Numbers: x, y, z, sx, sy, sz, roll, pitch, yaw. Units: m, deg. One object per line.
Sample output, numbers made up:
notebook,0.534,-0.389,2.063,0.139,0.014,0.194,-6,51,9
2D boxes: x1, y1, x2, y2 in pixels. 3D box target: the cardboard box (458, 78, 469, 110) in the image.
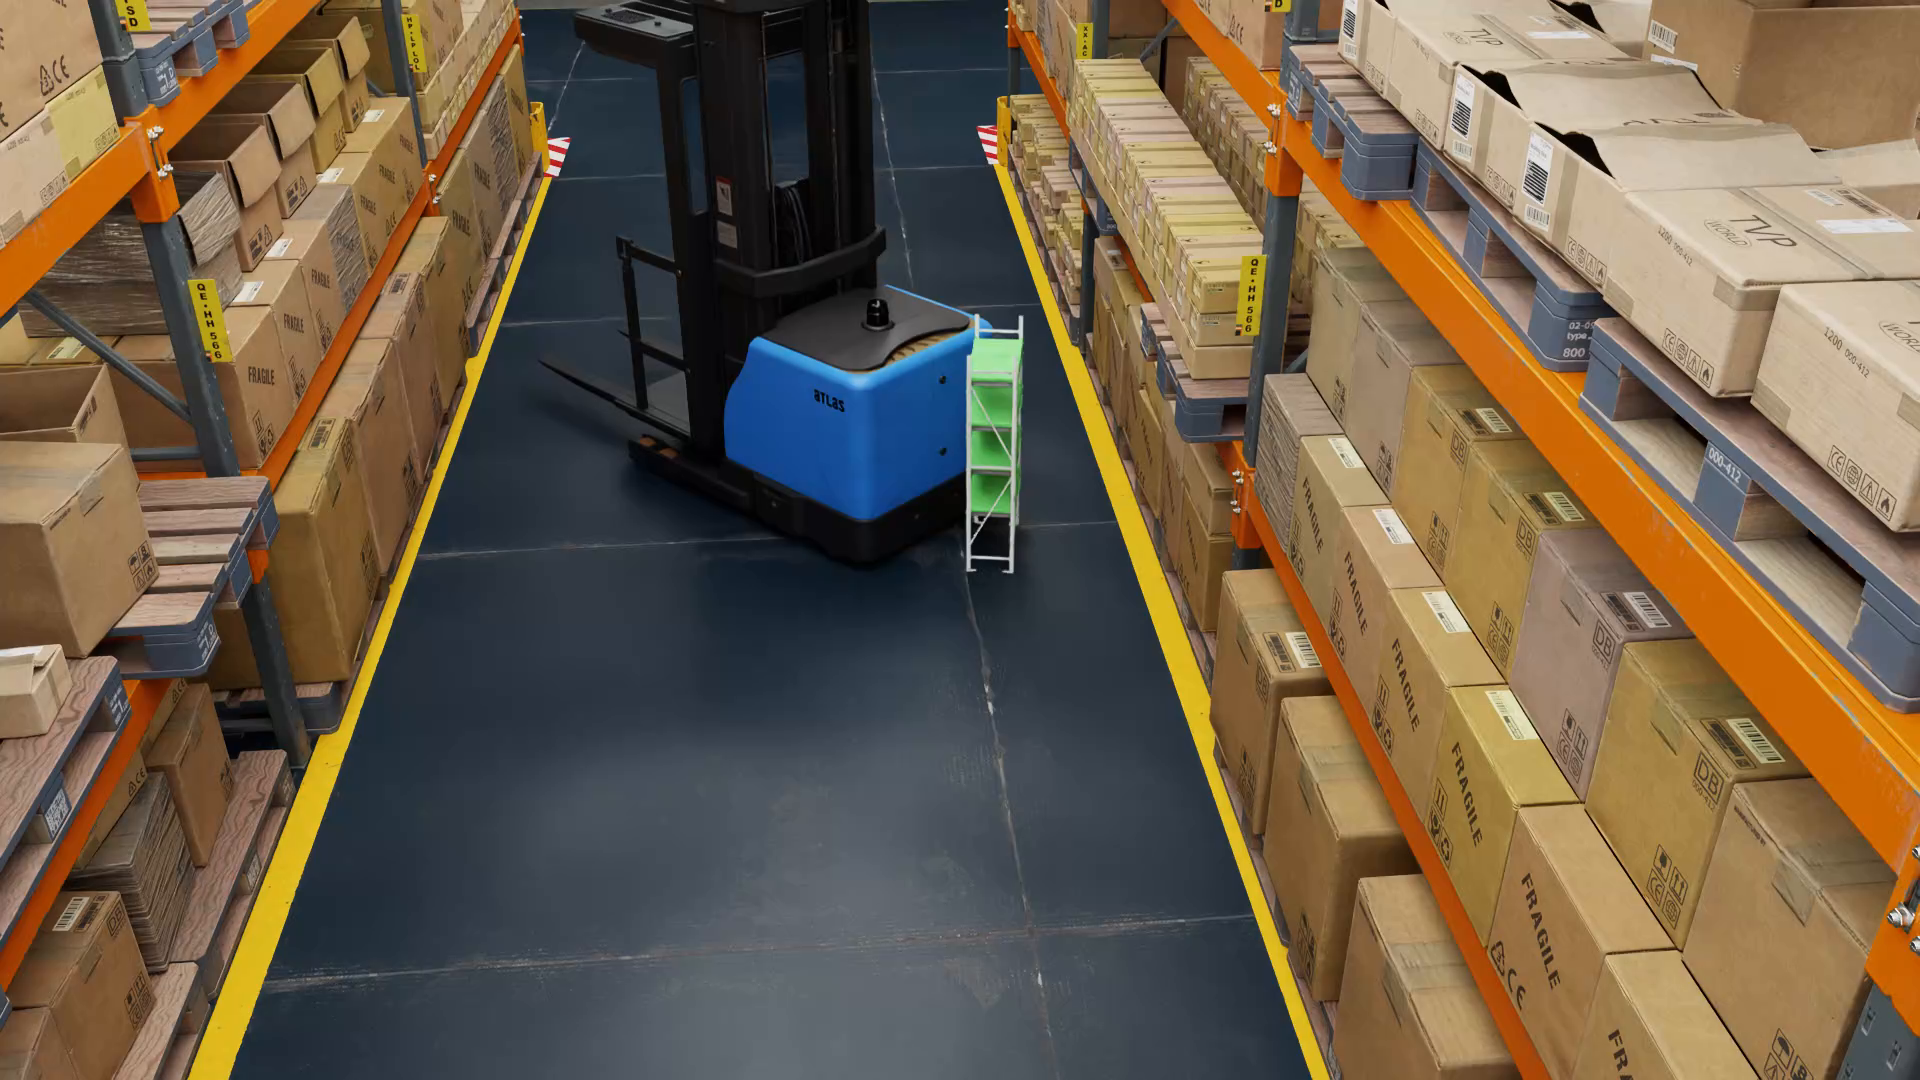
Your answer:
cardboard box,-3.470,-2.945,11.000,0.380,0.149,0.250,-3,31,-5

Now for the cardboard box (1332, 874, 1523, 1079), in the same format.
cardboard box,1.788,1.526,5.054,1.050,0.750,0.750,-3,31,-5

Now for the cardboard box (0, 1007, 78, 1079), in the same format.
cardboard box,-3.040,1.771,4.868,0.700,0.500,0.500,-5,31,-9

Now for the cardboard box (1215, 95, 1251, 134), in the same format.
cardboard box,1.580,-2.268,8.877,0.380,0.149,0.250,-3,31,-5

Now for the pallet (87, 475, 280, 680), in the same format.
pallet,-3.127,0.131,5.793,1.213,0.211,1.003,-3,31,-5

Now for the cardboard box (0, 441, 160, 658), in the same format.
cardboard box,-3.057,0.020,5.284,0.700,0.500,0.500,2,31,3

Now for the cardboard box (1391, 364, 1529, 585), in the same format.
cardboard box,1.779,-0.219,5.119,0.700,0.500,0.500,-3,31,-5

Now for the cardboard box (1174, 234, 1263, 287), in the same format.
cardboard box,1.125,-1.181,7.057,0.380,0.149,0.250,-3,31,-5

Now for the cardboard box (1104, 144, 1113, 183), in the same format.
cardboard box,0.957,-1.981,8.687,0.380,0.149,0.250,-2,31,-3

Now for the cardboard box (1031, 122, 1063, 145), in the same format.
cardboard box,0.759,-3.116,12.833,0.380,0.149,0.250,-4,31,-7

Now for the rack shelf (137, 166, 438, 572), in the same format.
rack shelf,-3.486,-1.023,8.239,1.077,0.370,4.000,-3,31,-5

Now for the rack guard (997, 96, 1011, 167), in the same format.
rack guard,0.908,-3.469,14.070,1.175,0.500,0.348,-3,31,-5

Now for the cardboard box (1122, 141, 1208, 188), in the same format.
cardboard box,1.004,-1.846,8.170,0.380,0.149,0.250,-2,31,-3

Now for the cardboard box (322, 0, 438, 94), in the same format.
cardboard box,-3.463,-2.995,9.963,0.500,0.500,0.500,-3,31,-5

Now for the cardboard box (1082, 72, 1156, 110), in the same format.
cardboard box,0.886,-2.501,9.268,0.380,0.149,0.250,-2,31,-3

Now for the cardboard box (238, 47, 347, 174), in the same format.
cardboard box,-3.552,-2.150,8.348,0.797,0.503,0.637,-2,31,-4

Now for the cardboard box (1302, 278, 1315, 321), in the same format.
cardboard box,1.757,-1.082,7.471,0.380,0.149,0.250,-1,31,-2

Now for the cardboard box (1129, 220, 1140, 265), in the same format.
cardboard box,1.030,-1.454,8.094,0.380,0.149,0.250,-2,31,-3

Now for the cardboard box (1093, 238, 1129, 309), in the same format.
cardboard box,1.081,-1.578,9.763,0.500,0.250,0.500,-4,31,-7

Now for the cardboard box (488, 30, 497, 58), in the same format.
cardboard box,-3.589,-3.600,12.096,0.380,0.149,0.250,-3,31,-6

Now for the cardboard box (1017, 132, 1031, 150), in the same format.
cardboard box,0.664,-3.243,13.334,0.380,0.149,0.250,-3,31,-5

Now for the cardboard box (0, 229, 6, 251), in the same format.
cardboard box,-2.907,-0.794,4.375,0.500,0.250,0.500,-2,31,-3

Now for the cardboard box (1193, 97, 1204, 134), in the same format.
cardboard box,1.534,-2.411,9.406,0.380,0.149,0.250,-3,31,-4

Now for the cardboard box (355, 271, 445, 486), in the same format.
cardboard box,-3.509,-0.839,8.892,1.225,0.875,0.875,-4,31,-6

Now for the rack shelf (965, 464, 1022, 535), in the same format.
rack shelf,0.174,-0.217,8.536,0.258,0.148,0.480,3,31,4

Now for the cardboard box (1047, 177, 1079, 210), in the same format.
cardboard box,0.825,-2.445,11.709,0.380,0.149,0.250,-4,31,-7

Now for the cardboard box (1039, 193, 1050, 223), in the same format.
cardboard box,0.789,-2.465,12.323,0.380,0.149,0.250,-3,31,-5

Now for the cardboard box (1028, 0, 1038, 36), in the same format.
cardboard box,0.776,-3.986,12.111,0.500,0.500,0.500,-2,31,-4

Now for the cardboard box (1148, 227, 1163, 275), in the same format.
cardboard box,1.072,-1.325,7.589,0.380,0.149,0.250,-3,31,-4

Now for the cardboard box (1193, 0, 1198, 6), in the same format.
cardboard box,1.240,-2.617,7.183,0.500,0.500,0.500,-3,31,-5

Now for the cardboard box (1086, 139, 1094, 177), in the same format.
cardboard box,0.905,-2.119,9.208,0.380,0.149,0.250,-3,31,-4

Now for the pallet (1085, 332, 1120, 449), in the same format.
pallet,1.349,-0.944,10.125,1.003,0.211,1.213,-3,31,-5

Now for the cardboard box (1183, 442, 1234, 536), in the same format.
cardboard box,1.324,-0.262,7.561,0.500,0.250,0.500,-3,31,-6

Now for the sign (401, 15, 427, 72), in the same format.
sign,-3.134,-2.847,9.539,0.100,0.325,0.005,-3,31,-5

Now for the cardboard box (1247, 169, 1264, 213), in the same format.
cardboard box,1.652,-1.748,8.297,0.380,0.149,0.250,-2,31,-3

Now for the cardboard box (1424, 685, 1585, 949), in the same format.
cardboard box,1.613,0.733,4.500,0.500,0.500,0.500,-2,31,-4

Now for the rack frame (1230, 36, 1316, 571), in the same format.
rack frame,1.648,-0.496,6.656,1.000,3.000,0.127,-3,31,-5

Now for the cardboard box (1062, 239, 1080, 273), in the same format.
cardboard box,0.891,-1.906,11.096,0.380,0.149,0.250,-4,31,-7

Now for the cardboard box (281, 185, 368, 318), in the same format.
cardboard box,-3.220,-1.394,8.062,0.500,0.500,0.500,-3,31,-4

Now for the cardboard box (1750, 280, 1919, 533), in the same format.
cardboard box,1.797,-0.254,2.964,0.500,0.250,0.500,-2,31,-4

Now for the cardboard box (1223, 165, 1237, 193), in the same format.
cardboard box,1.610,-1.888,8.821,0.380,0.149,0.250,-4,31,-7

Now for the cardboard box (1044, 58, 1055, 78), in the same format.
cardboard box,0.797,-3.360,11.695,0.380,0.149,0.250,-2,31,-4

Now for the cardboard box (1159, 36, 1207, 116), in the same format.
cardboard box,1.479,-2.974,10.417,0.500,0.500,0.500,-3,31,-5

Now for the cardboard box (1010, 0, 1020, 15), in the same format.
cardboard box,0.605,-4.292,13.255,0.380,0.149,0.250,-3,31,-5

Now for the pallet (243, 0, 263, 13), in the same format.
pallet,-3.520,-2.414,7.126,1.003,0.211,1.213,-1,31,-2

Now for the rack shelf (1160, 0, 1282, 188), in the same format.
rack shelf,1.462,-2.497,7.781,1.077,0.370,4.000,-3,31,-5

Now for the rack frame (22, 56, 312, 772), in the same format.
rack frame,-3.299,-0.310,6.345,1.000,3.000,0.127,-3,31,-5

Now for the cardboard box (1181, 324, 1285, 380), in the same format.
cardboard box,1.145,-0.799,6.998,0.380,0.149,0.250,-2,31,-4

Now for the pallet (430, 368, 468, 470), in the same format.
pallet,-3.526,-0.765,9.825,1.003,0.211,1.213,-3,31,-5

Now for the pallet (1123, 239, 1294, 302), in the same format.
pallet,1.423,-1.423,8.394,1.003,0.211,1.213,-3,31,-5

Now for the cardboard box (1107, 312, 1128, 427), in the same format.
cardboard box,1.131,-0.986,9.503,0.500,0.500,0.500,-1,31,-2

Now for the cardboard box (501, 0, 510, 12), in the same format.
cardboard box,-3.737,-4.223,12.752,0.500,0.250,0.500,-3,31,-5

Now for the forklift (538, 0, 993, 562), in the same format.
forklift,-1.242,-1.783,8.877,3.031,2.935,1.130,25,39,35

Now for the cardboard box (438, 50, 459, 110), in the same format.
cardboard box,-3.498,-2.923,10.574,0.500,0.250,0.500,-3,31,-5

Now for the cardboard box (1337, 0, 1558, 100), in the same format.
cardboard box,1.497,-1.589,5.140,0.500,0.311,0.500,-3,31,-5

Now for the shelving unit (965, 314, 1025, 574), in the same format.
shelving unit,0.174,-0.478,8.380,0.258,1.200,0.503,3,31,4

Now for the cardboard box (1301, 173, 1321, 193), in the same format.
cardboard box,1.701,-1.605,7.768,0.380,0.149,0.250,-1,31,-2
